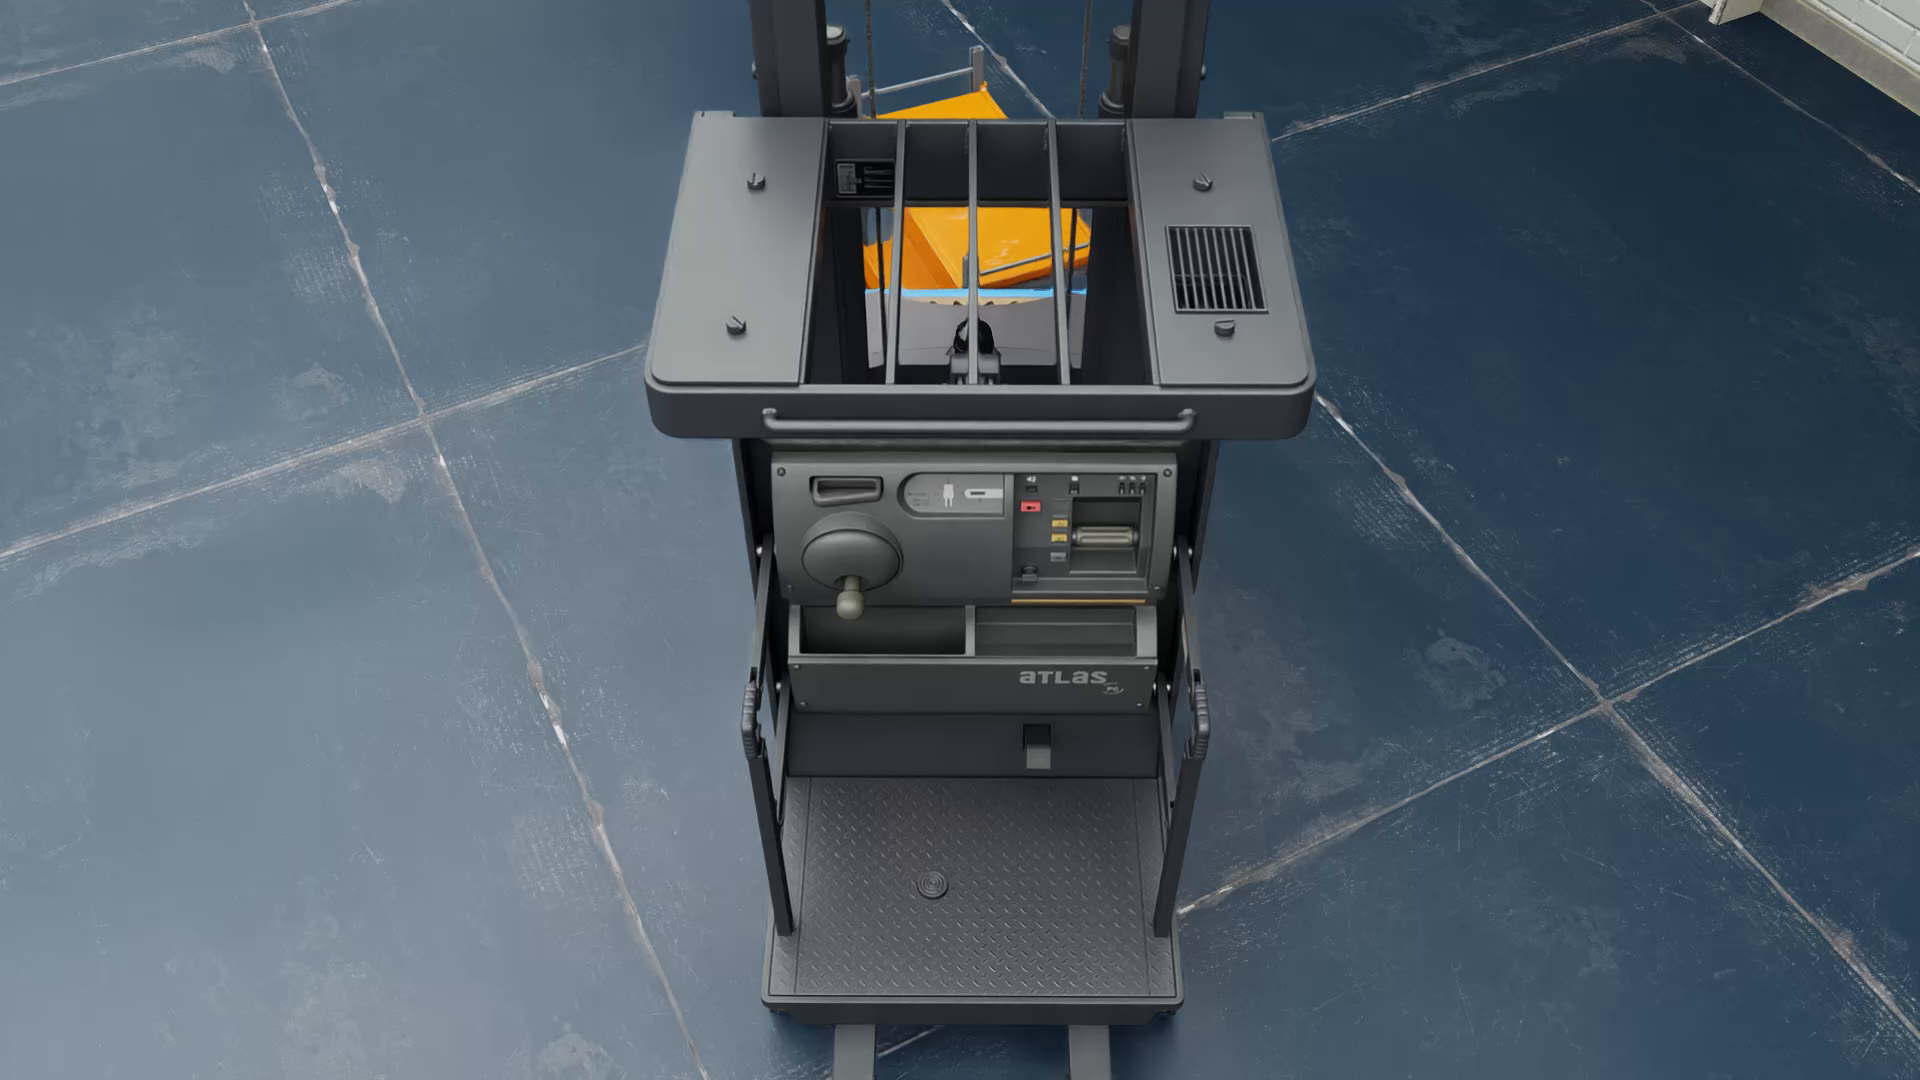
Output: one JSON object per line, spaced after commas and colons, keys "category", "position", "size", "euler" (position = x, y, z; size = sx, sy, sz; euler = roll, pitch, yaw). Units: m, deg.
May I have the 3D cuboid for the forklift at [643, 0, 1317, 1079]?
{"category": "forklift", "position": [0.034, 0.093, 3.722], "size": [1.130, 2.935, 3.031], "euler": [0, 49, 0]}

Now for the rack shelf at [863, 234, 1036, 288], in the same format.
{"category": "rack shelf", "position": [0.046, -0.745, 5.979], "size": [0.538, 0.278, 1.000], "euler": [-18, 51, -15]}

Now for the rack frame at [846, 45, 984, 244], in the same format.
{"category": "rack frame", "position": [-0.151, -1.259, 6.104], "size": [0.500, 1.125, 0.032], "euler": [-18, 51, -15]}

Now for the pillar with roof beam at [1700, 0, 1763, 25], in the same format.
{"category": "pillar with roof beam", "position": [-0.196, -4.107, 3.364], "size": [9.100, 9.000, 0.400], "euler": [-21, 52, -18]}

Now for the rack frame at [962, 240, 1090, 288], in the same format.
{"category": "rack frame", "position": [0.243, -0.553, 5.487], "size": [0.500, 1.125, 0.032], "euler": [-18, 51, -15]}

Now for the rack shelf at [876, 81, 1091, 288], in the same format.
{"category": "rack shelf", "position": [0.046, -1.099, 5.575], "size": [0.538, 0.278, 1.000], "euler": [-18, 51, -15]}

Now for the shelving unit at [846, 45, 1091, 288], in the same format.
{"category": "shelving unit", "position": [0.046, -0.906, 5.795], "size": [0.538, 1.125, 1.048], "euler": [-18, 51, -15]}
